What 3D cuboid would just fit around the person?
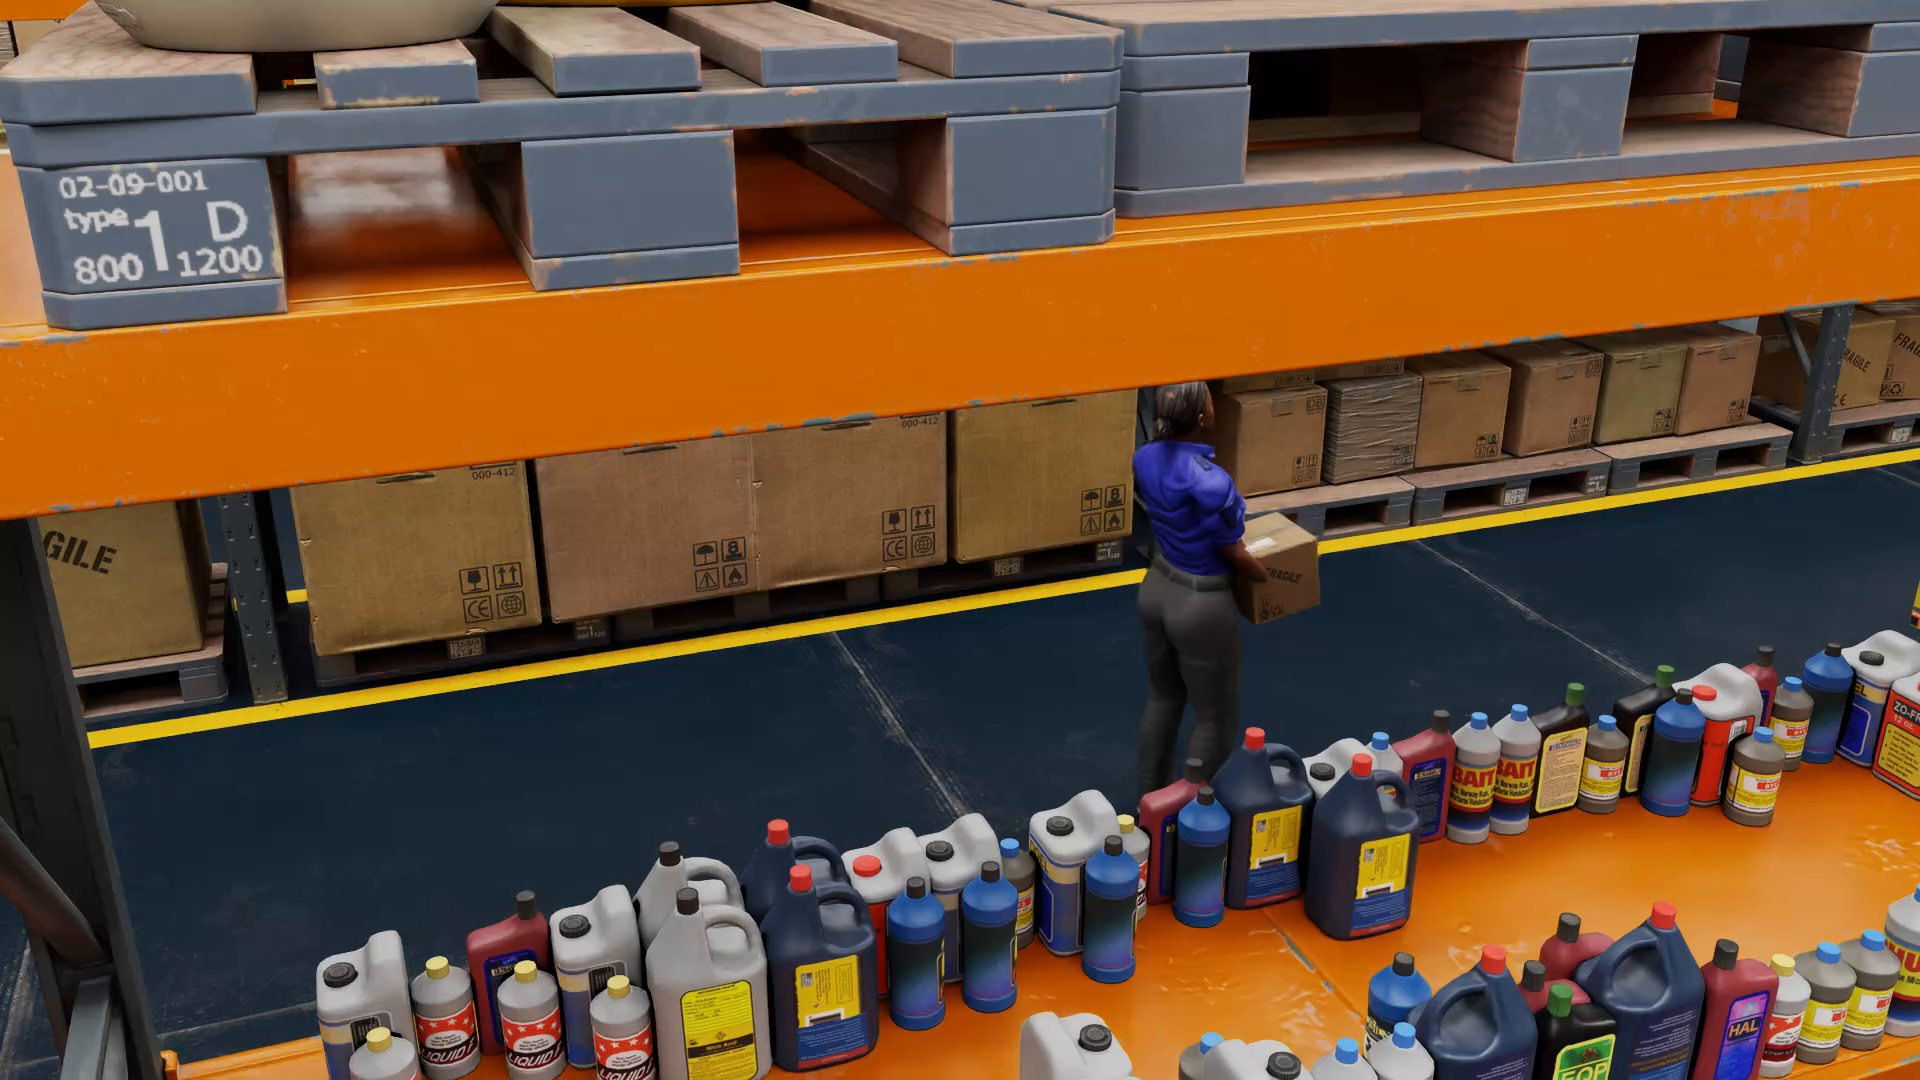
[{"bbox_3d":[0.827,0.222,5.569,0.503,1.656,0.482,-13,26,-29],"label":"person"}]
